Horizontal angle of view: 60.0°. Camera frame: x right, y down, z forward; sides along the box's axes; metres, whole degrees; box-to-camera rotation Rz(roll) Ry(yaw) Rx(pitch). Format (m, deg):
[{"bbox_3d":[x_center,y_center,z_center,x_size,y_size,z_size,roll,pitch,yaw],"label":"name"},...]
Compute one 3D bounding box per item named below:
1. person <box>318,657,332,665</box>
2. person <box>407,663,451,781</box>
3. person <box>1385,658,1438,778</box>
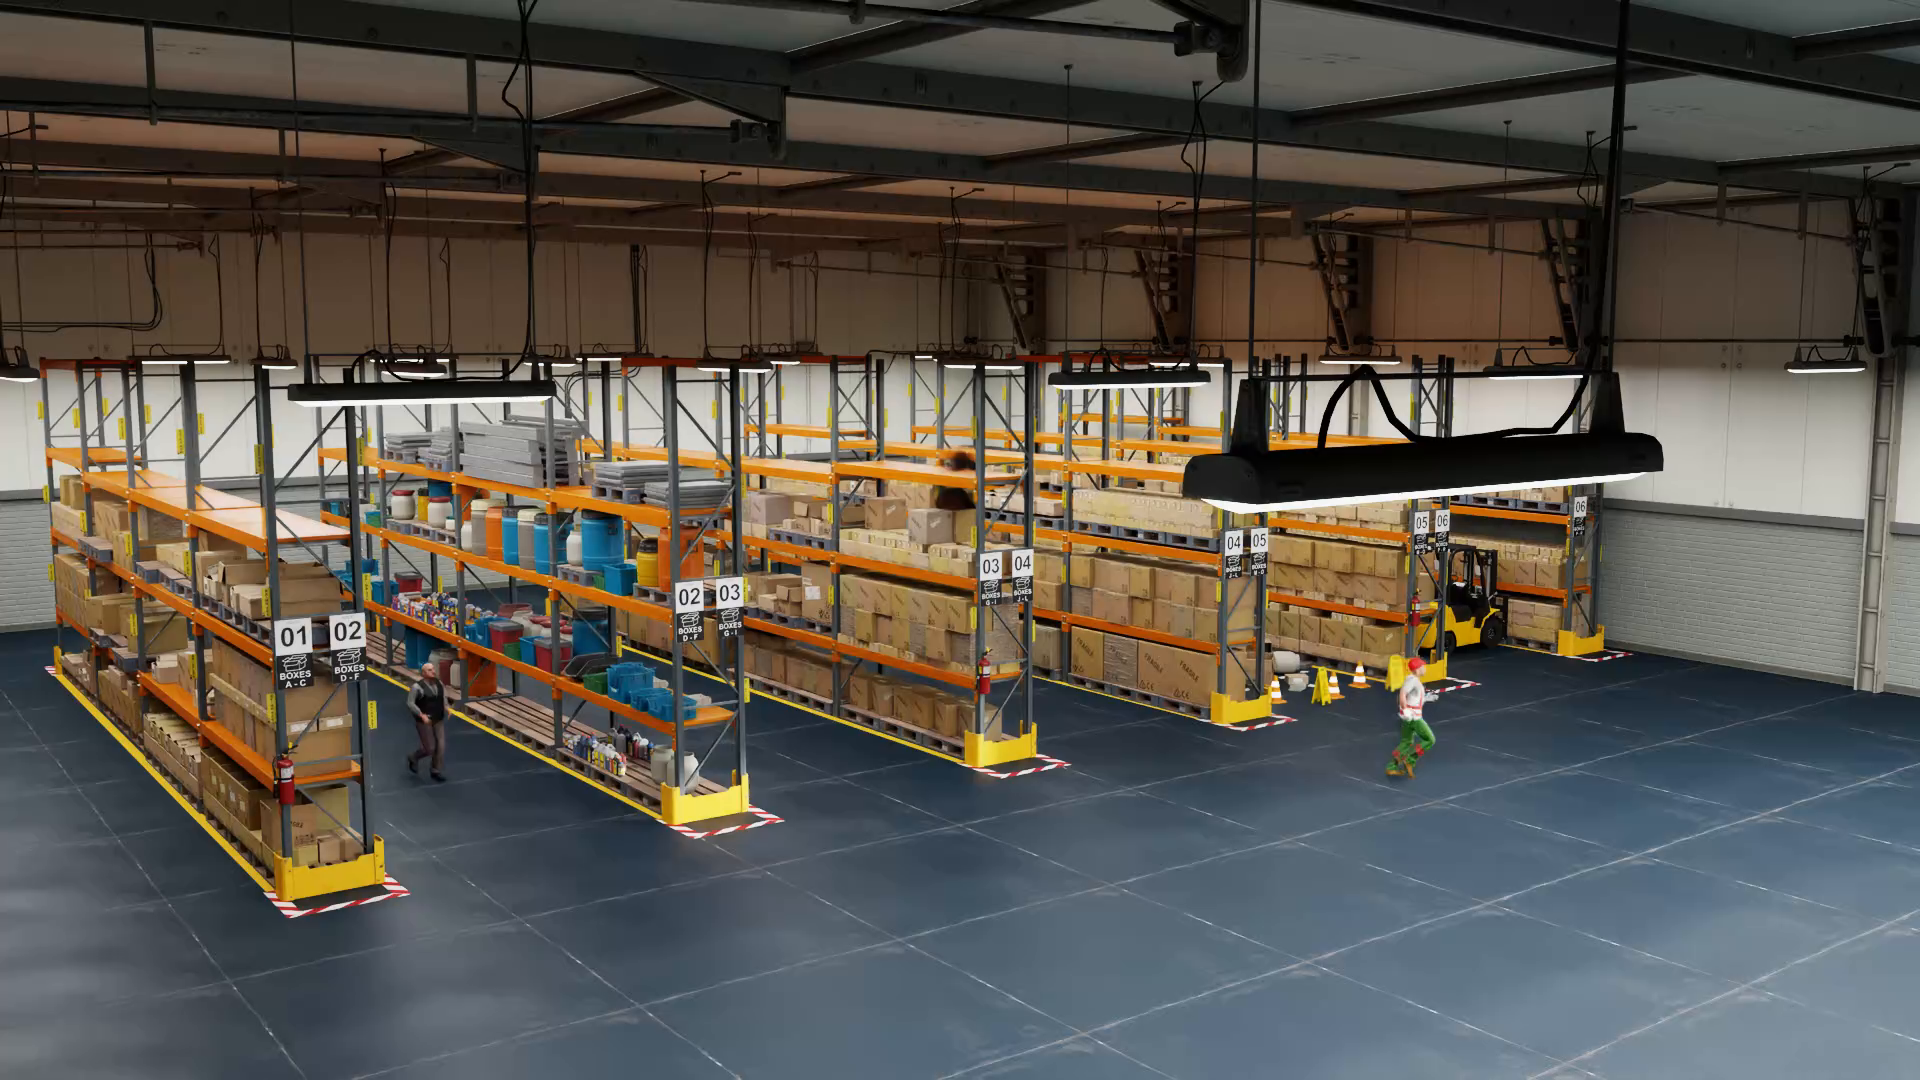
[{"bbox_3d":[-10.078,2.274,26.464,0.686,1.804,0.987,-6,9,-40],"label":"person"},{"bbox_3d":[-7.691,2.615,24.065,0.659,1.704,0.683,5,8,35],"label":"person"},{"bbox_3d":[6.539,2.570,24.029,0.735,1.751,0.647,0,7,4],"label":"person"}]
